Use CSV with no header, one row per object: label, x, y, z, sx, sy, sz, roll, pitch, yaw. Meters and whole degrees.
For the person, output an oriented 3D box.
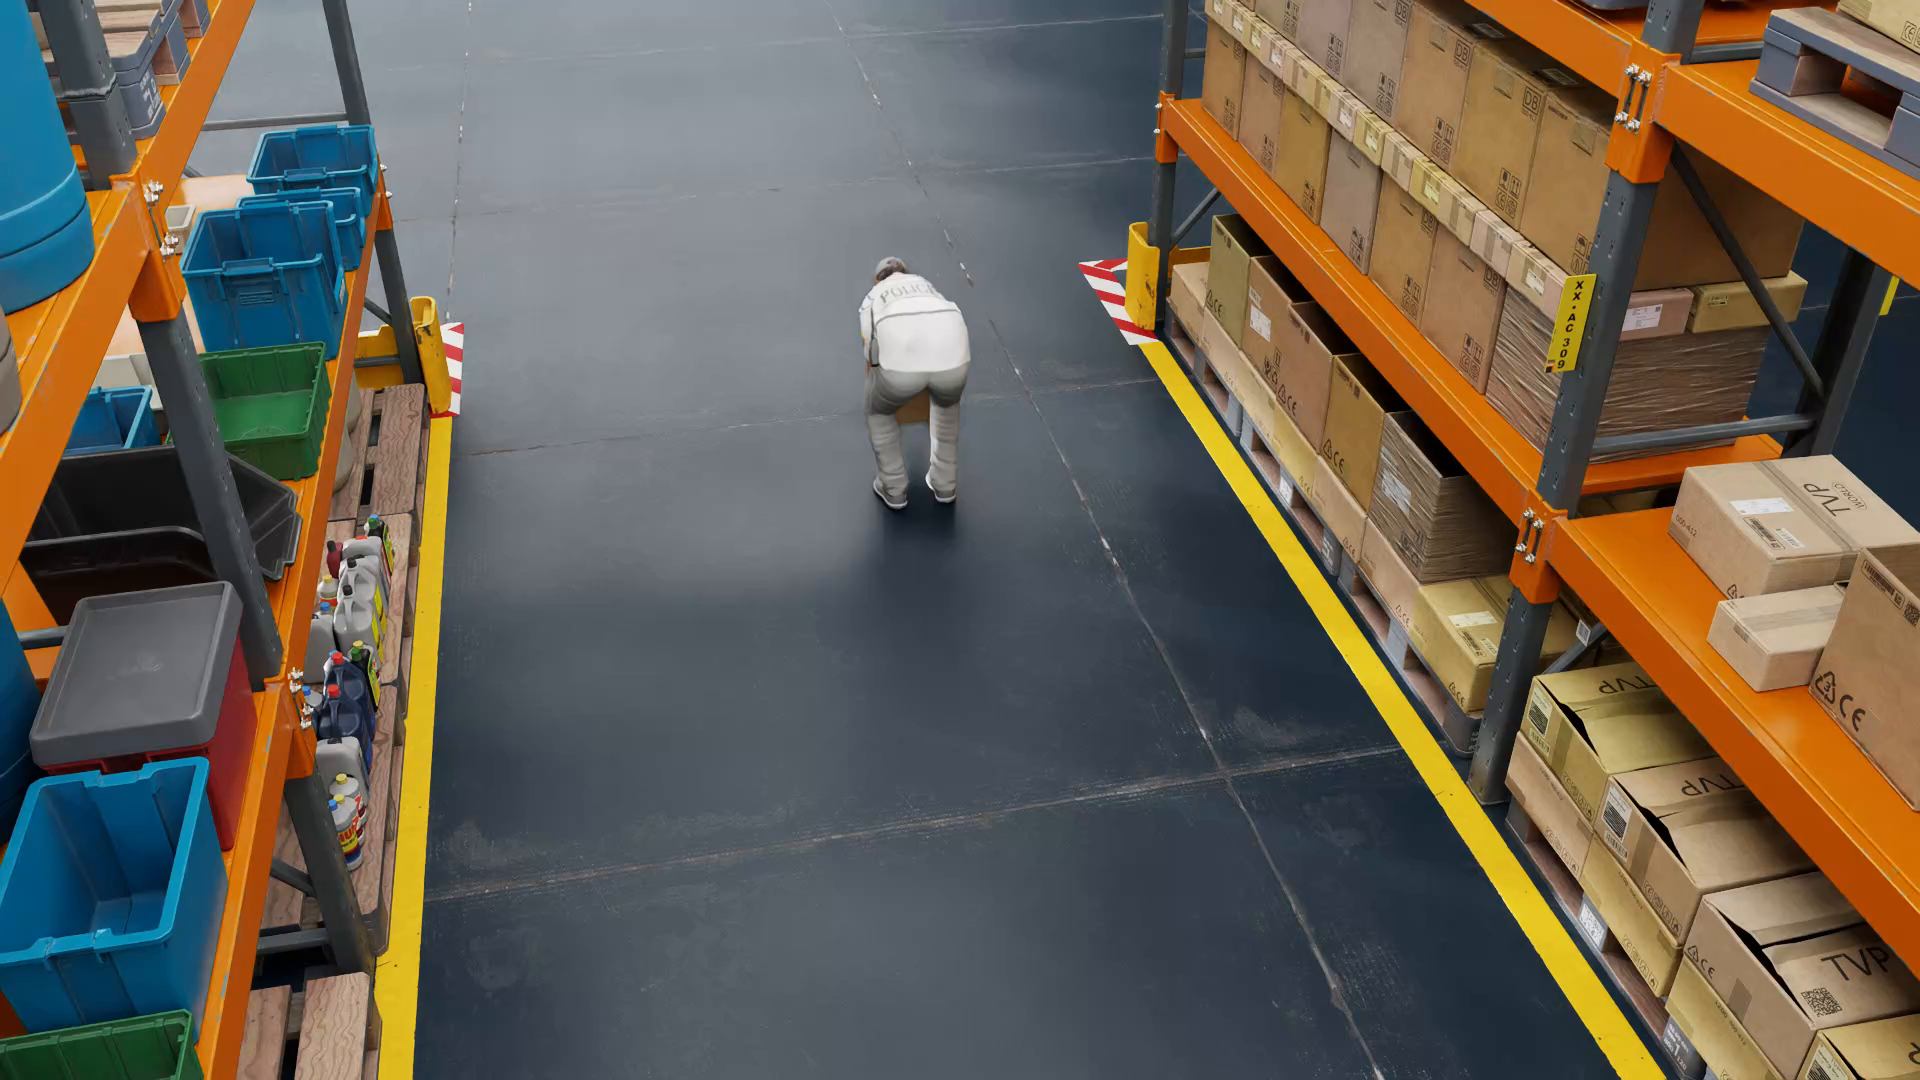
person,-0.247,-0.730,7.750,0.466,1.047,0.951,-9,36,-13
